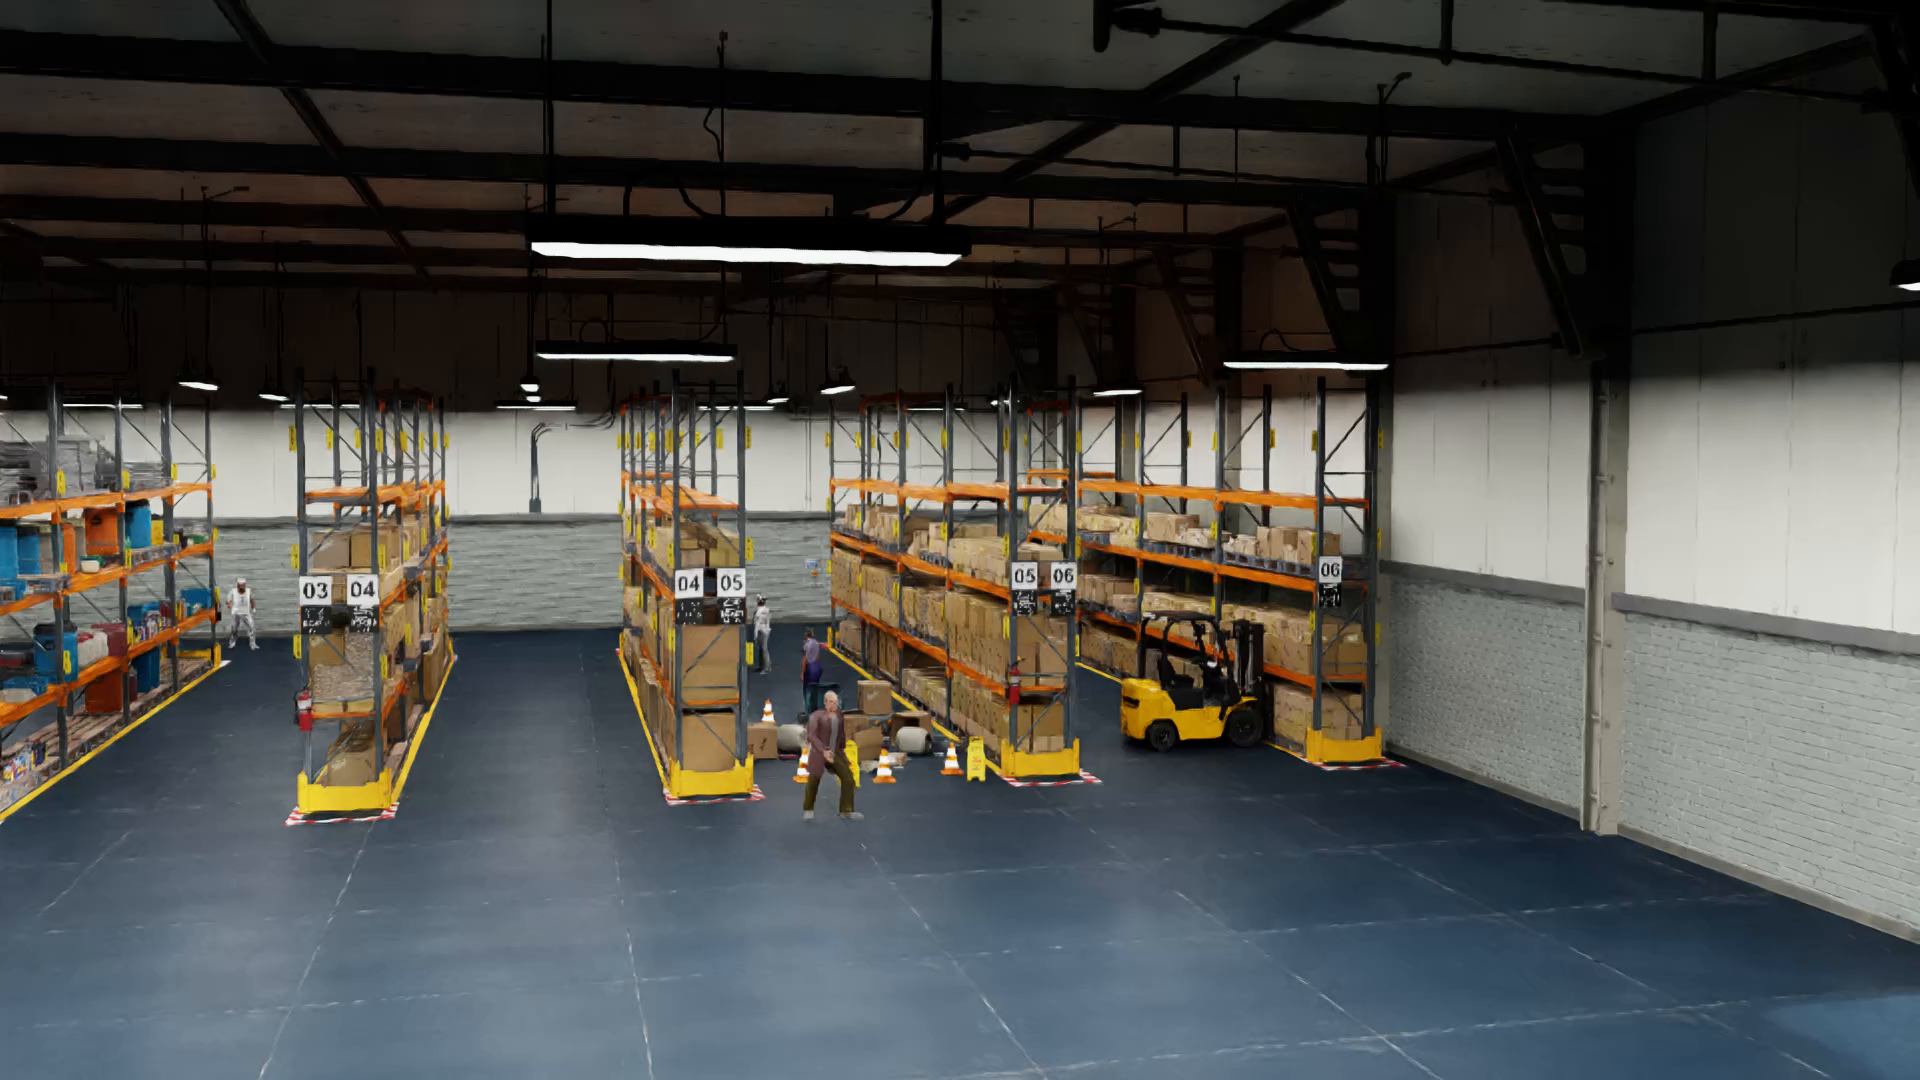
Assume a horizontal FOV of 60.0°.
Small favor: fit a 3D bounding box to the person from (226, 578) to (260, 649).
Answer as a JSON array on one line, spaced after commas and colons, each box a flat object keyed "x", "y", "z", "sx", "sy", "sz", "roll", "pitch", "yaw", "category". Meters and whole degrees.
[{"x": -17.257, "y": 1.756, "z": 39.933, "sx": 0.692, "sy": 1.723, "sz": 0.846, "roll": -2, "pitch": 4, "yaw": -31, "category": "person"}]

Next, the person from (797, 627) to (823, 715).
[{"x": -2.716, "y": 2.396, "z": 29.956, "sx": 0.569, "sy": 1.669, "sz": 0.591, "roll": 1, "pitch": 4, "yaw": 16, "category": "person"}]

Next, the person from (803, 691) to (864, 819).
[{"x": -1.746, "y": 2.827, "z": 21.882, "sx": 0.719, "sy": 1.726, "sz": 0.815, "roll": -2, "pitch": 4, "yaw": -36, "category": "person"}]

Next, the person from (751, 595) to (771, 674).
[{"x": -4.285, "y": 2.025, "z": 35.733, "sx": 0.526, "sy": 1.663, "sz": 0.572, "roll": 1, "pitch": 4, "yaw": 13, "category": "person"}]
